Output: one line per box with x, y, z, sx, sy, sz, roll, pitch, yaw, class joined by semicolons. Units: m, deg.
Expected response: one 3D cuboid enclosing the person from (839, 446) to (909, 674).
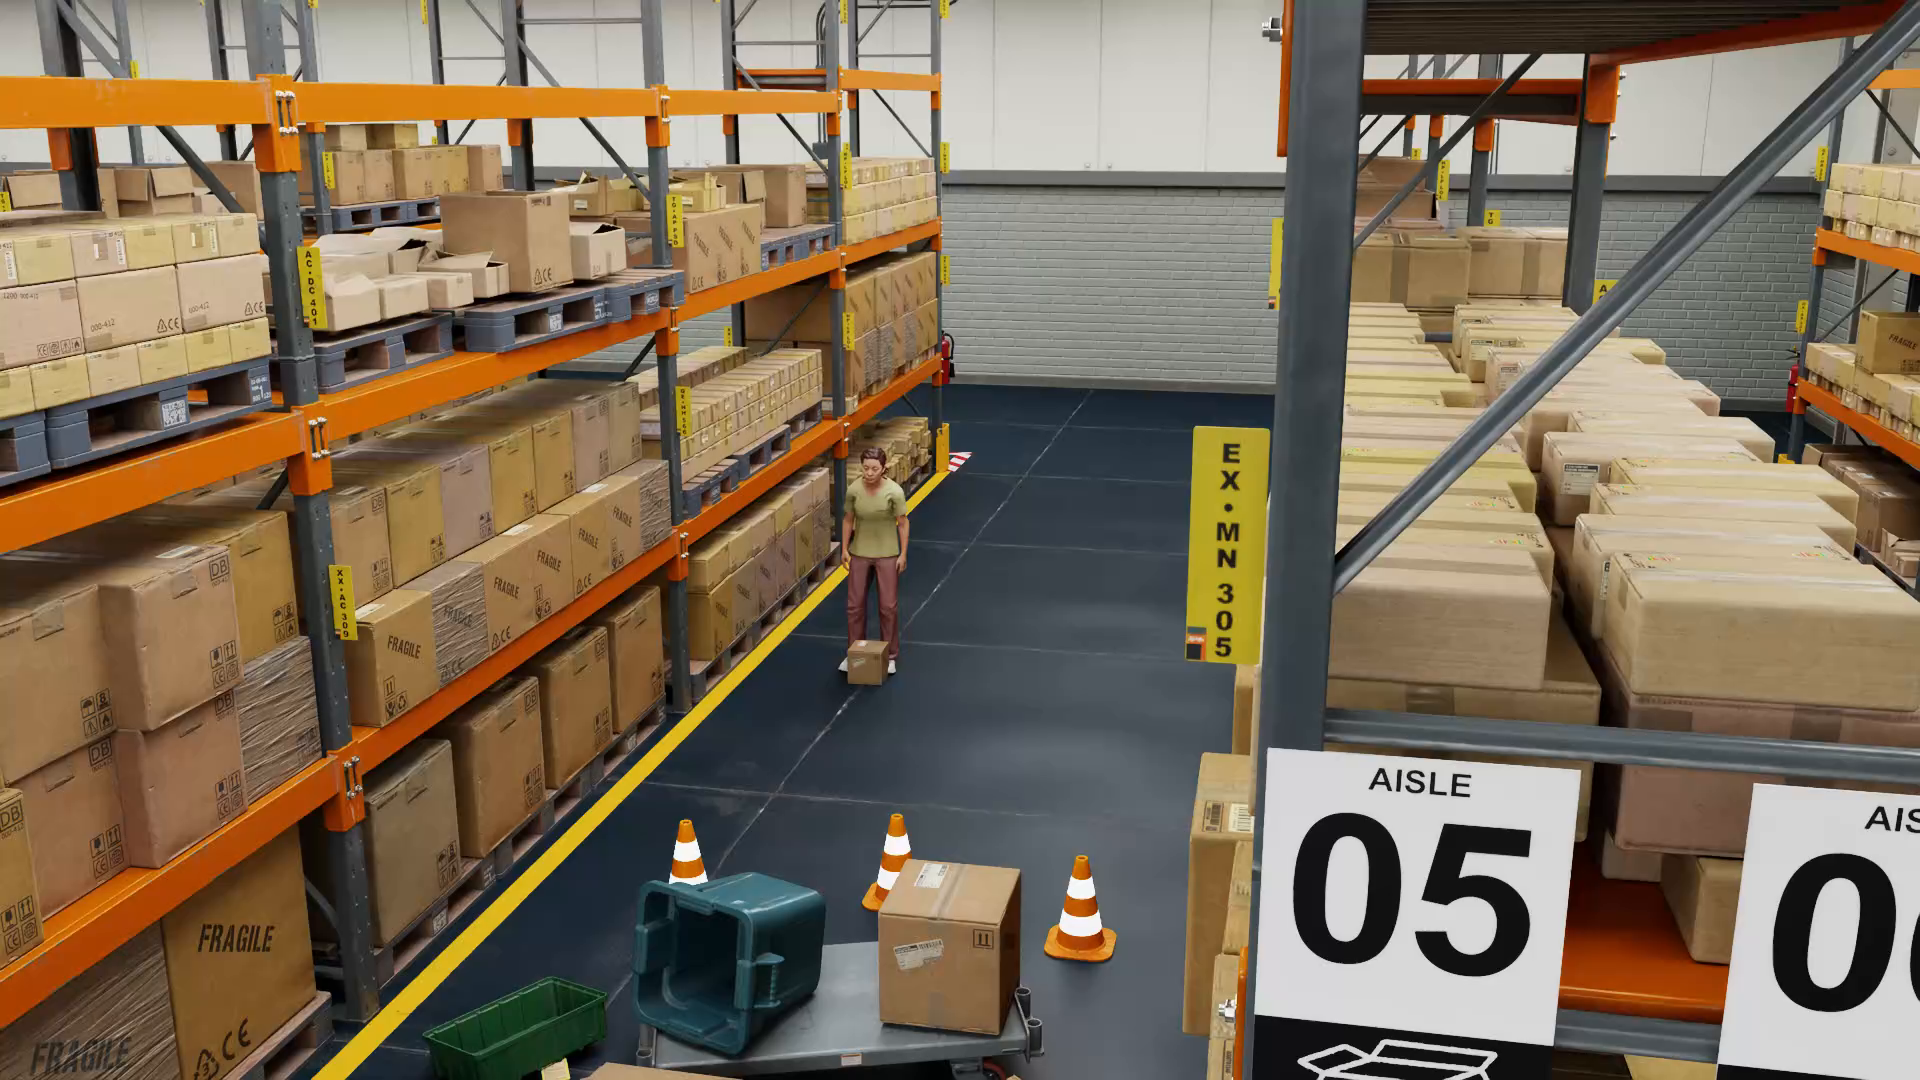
-0.621;0.131;12.019;0.496;1.672;0.359;3;15;11;person
